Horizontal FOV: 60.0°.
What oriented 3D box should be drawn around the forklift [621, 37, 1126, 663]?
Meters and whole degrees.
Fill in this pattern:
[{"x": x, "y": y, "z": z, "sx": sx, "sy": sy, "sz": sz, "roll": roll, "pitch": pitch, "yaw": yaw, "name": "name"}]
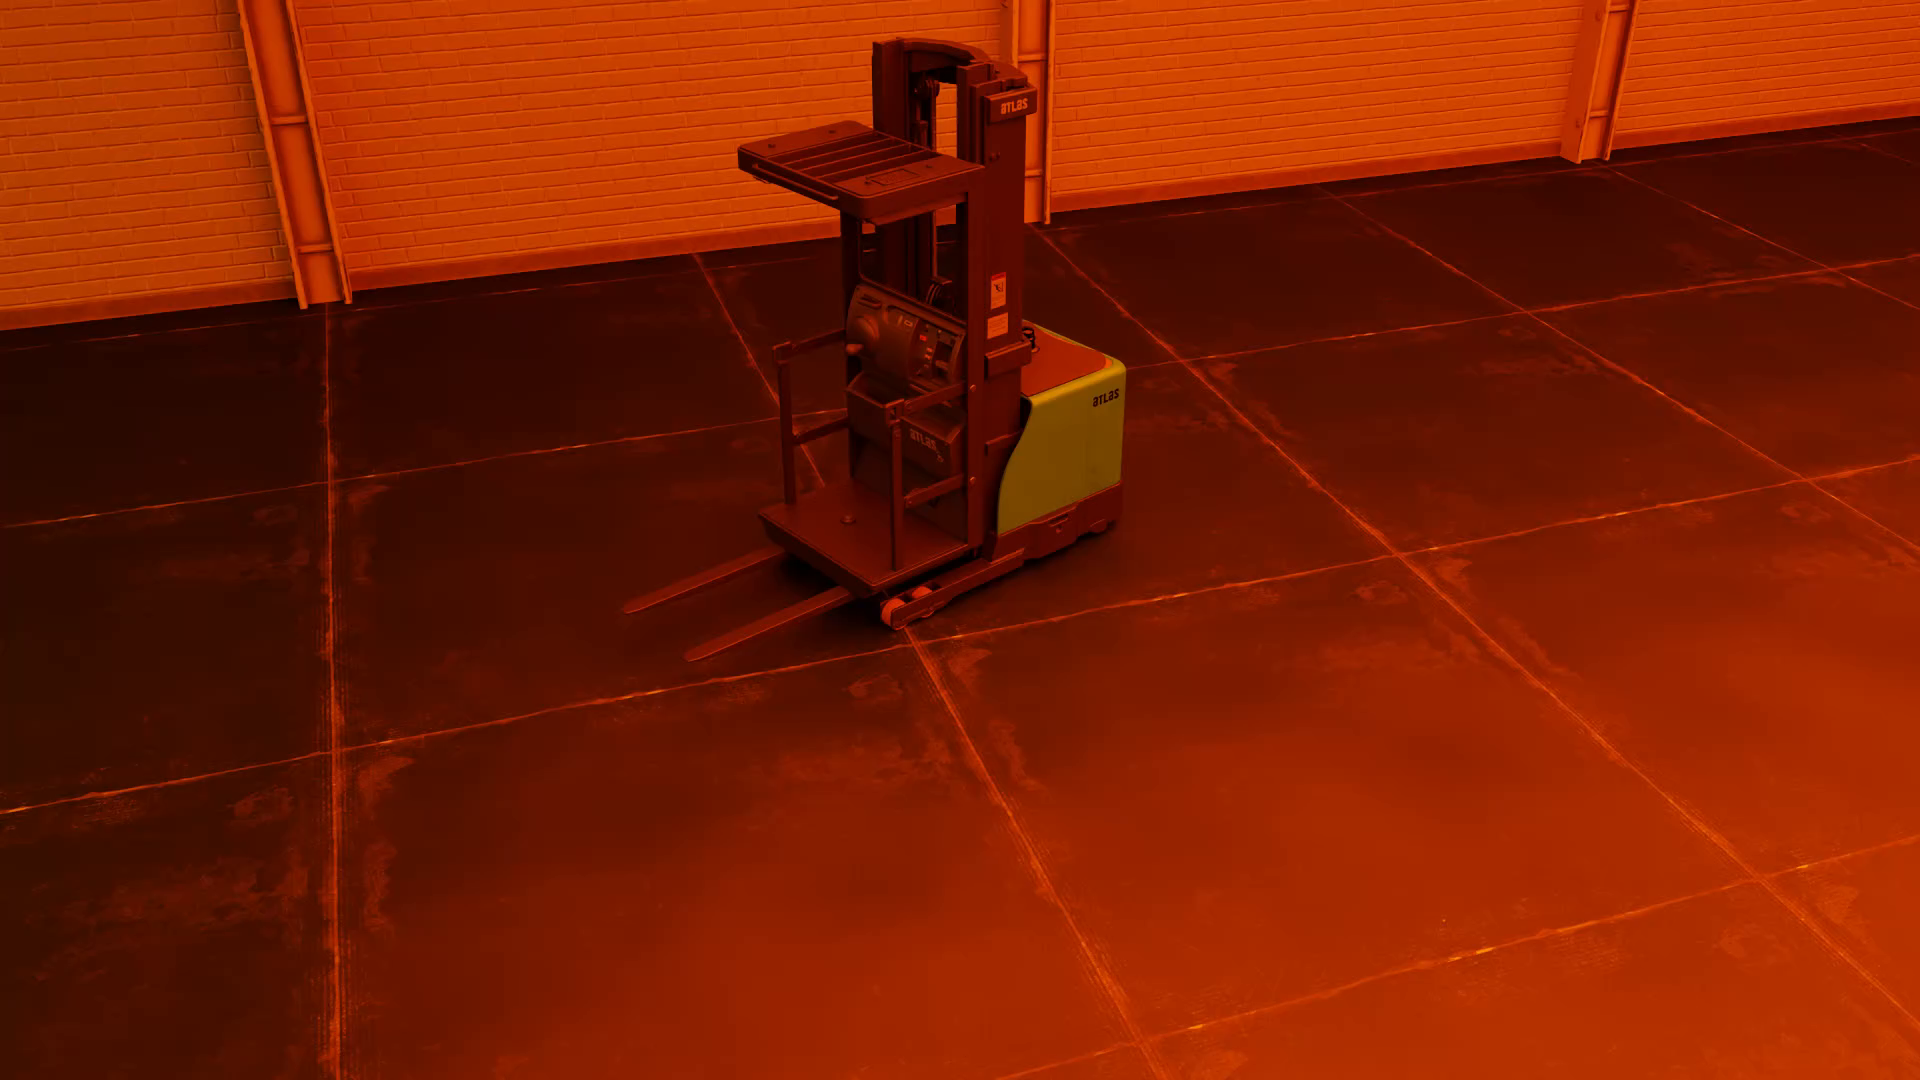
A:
[{"x": -0.461, "y": -1.072, "z": 8.951, "sx": 3.031, "sy": 2.935, "sz": 1.130, "roll": -23, "pitch": 37, "yaw": -34, "name": "forklift"}]
